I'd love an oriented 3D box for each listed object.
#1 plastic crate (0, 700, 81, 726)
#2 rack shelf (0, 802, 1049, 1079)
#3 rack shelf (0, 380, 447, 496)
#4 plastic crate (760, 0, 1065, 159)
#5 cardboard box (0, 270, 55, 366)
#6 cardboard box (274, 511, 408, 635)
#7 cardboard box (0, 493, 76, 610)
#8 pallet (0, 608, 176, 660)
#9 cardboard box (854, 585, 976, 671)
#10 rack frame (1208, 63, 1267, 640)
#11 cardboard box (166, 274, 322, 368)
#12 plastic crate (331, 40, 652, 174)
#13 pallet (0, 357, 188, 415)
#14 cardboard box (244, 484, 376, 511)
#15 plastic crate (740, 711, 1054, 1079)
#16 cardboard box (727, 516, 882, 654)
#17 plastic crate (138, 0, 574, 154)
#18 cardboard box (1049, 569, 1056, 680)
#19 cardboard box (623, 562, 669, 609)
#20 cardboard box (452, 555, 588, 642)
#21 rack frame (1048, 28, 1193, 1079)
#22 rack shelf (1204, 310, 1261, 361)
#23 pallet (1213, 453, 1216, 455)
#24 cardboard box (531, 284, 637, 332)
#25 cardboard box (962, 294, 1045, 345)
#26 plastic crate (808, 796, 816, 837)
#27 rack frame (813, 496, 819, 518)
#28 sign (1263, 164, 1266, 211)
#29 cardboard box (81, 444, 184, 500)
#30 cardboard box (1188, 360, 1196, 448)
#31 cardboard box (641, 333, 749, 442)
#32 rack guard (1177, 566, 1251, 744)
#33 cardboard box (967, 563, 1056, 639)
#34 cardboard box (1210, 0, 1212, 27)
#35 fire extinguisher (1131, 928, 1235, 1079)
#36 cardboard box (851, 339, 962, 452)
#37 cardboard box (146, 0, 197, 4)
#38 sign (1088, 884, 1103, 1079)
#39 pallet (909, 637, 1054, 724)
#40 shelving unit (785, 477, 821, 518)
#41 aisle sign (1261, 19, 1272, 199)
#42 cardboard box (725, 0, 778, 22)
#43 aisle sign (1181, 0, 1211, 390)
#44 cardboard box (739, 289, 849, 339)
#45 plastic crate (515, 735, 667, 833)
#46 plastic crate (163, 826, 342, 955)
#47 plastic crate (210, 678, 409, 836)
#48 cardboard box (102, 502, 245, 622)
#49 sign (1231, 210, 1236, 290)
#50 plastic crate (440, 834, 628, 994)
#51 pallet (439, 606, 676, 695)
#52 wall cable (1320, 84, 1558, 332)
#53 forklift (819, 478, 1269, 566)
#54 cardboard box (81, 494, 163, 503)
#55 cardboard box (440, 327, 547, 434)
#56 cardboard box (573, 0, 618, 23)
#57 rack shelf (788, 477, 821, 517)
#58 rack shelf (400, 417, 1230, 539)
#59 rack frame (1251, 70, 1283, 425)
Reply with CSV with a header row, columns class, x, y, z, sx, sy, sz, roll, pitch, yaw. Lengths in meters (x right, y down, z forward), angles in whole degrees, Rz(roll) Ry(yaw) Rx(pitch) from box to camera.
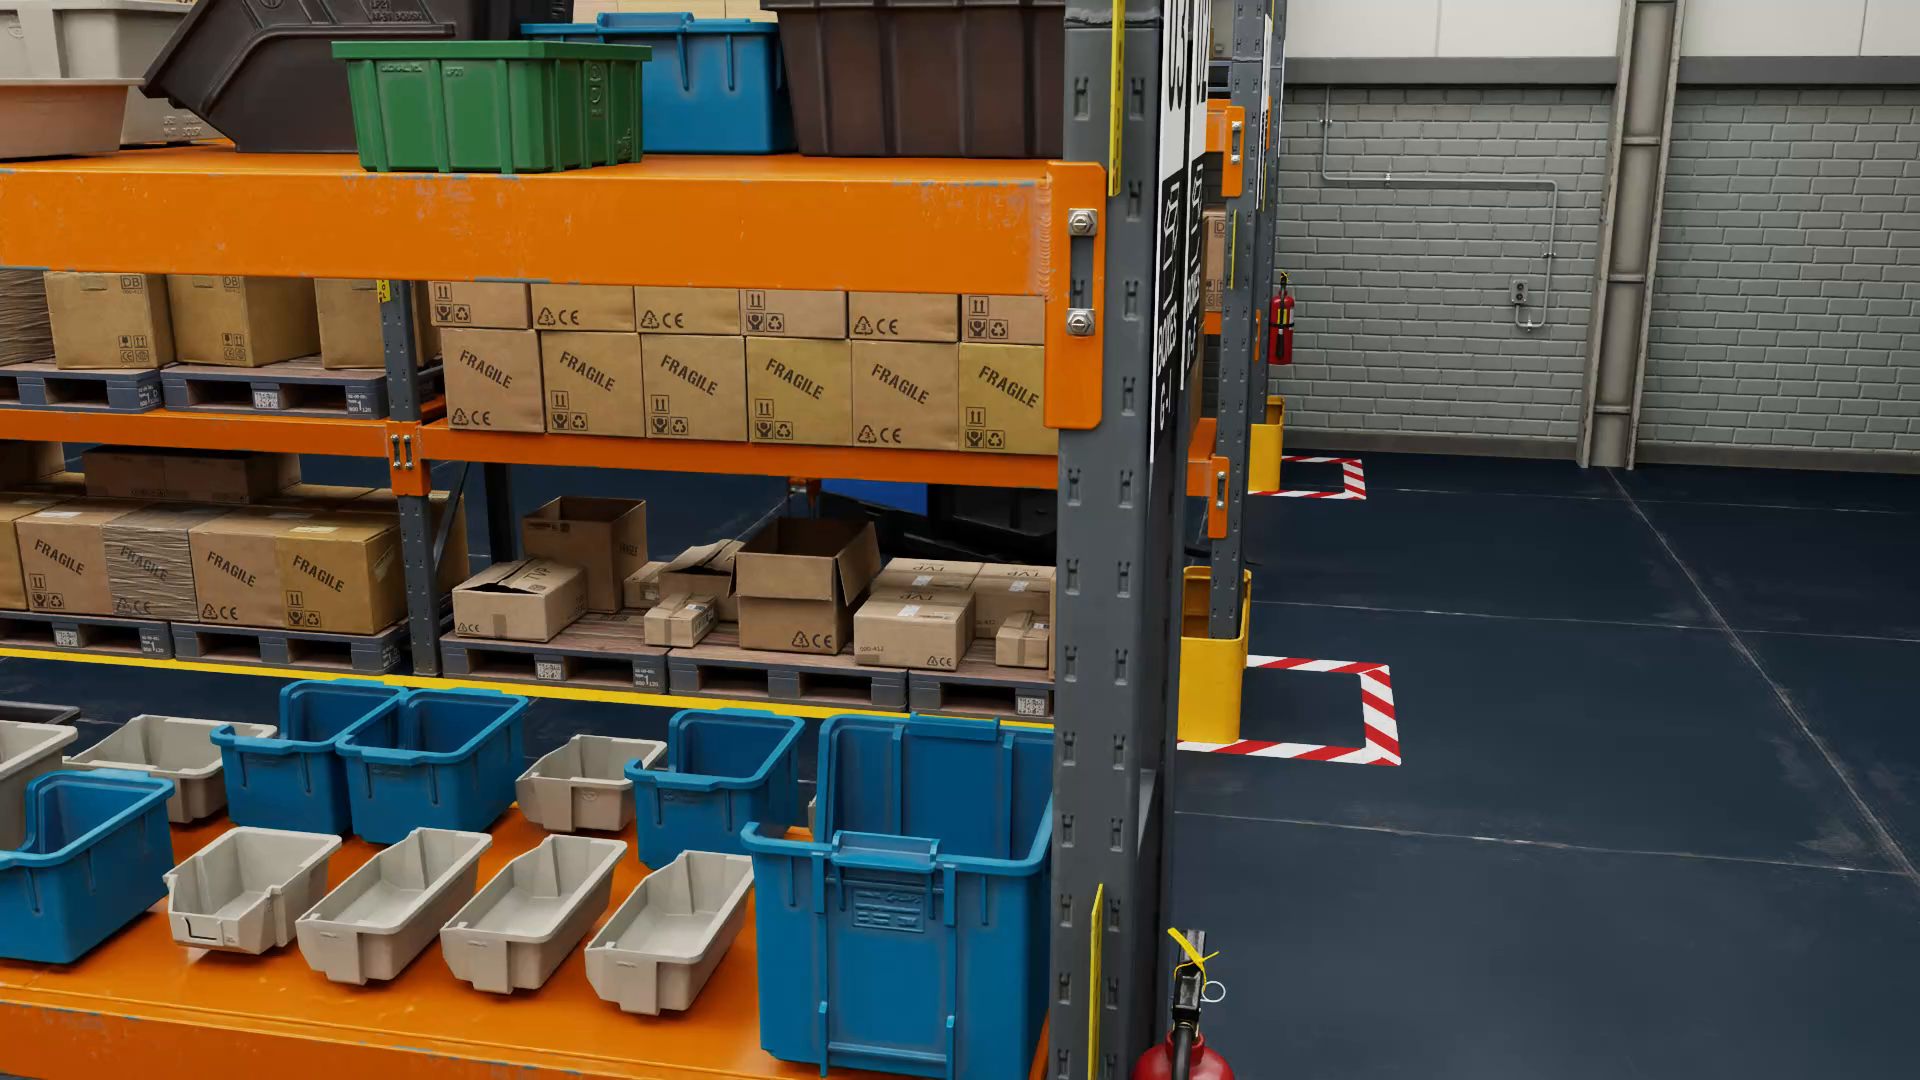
class,x,y,z,sx,sy,sz,roll,pitch,yaw
plastic crate,-2.468,0.511,3.932,0.590,0.125,0.437,3,16,11
rack shelf,-1.659,0.871,3.576,4.000,0.370,1.077,3,16,11
rack shelf,-4.588,-0.637,9.022,4.000,0.370,1.077,3,16,11
plastic crate,-0.021,-0.845,3.050,0.590,0.269,0.497,3,16,11
cardboard box,-5.050,-1.238,8.870,0.500,0.500,0.700,6,17,22
cardboard box,-3.169,0.164,8.640,0.500,0.500,0.500,3,16,11
cardboard box,-5.154,0.056,9.031,0.500,0.500,0.500,3,16,10
pallet,-4.632,0.369,9.266,1.213,0.211,1.003,3,16,11
cardboard box,-0.215,0.425,8.164,0.500,0.250,0.500,3,16,11
rack frame,1.292,-0.665,7.773,0.127,3.000,1.000,3,16,11
cardboard box,-3.734,-1.232,8.846,0.500,0.500,0.700,6,16,20
plastic crate,-0.722,-0.690,2.644,0.336,0.188,0.450,3,16,11
pallet,-4.641,-0.896,8.966,1.213,0.211,1.003,3,16,11
cardboard box,-3.578,0.000,9.231,0.500,0.500,0.500,3,16,12
plastic crate,-0.064,0.616,2.971,0.499,0.435,0.616,3,16,11
cardboard box,-0.786,0.212,8.460,0.637,0.503,0.797,3,16,11
plastic crate,-1.141,-0.938,3.257,0.767,0.338,0.504,3,16,11
cardboard box,0.710,0.363,7.920,0.500,0.500,0.500,3,16,11
cardboard box,-1.634,0.245,9.006,0.250,0.149,0.380,3,16,11
cardboard box,-2.260,0.285,8.557,0.500,0.311,0.500,3,16,11
rack frame,0.301,0.631,3.096,0.127,3.000,1.000,3,16,11
rack shelf,0.316,-1.721,12.932,4.000,0.370,1.077,3,16,11
pallet,1.476,-0.639,12.904,1.213,0.211,1.003,3,16,11
cardboard box,-1.716,-1.282,7.940,0.500,0.500,0.500,3,16,9
cardboard box,0.306,-1.173,7.548,0.500,0.500,0.500,4,16,13
plastic crate,-0.173,0.591,3.621,0.298,0.136,0.250,3,16,11
rack frame,-0.949,-0.624,11.258,0.200,1.050,0.008,8,17,37
sign,2.154,-2.492,11.756,0.005,0.325,0.100,3,16,11
cardboard box,-4.525,-0.416,9.327,0.500,0.250,0.500,3,16,10
cardboard box,0.799,-0.666,7.589,0.500,0.500,0.500,4,16,13
cardboard box,-1.190,-0.774,7.979,0.500,0.500,0.500,3,16,11
rack guard,1.217,0.536,8.122,0.348,0.500,1.175,3,16,11
cardboard box,0.326,0.318,8.550,0.500,0.250,0.500,3,16,11
cardboard box,1.608,-4.048,12.270,0.500,0.500,0.500,2,16,9
fire extinguisher,0.358,0.975,2.698,0.183,0.674,0.296,3,16,11
cardboard box,-0.198,-0.720,7.786,0.500,0.500,0.500,3,16,12
cardboard box,-3.766,-2.698,8.331,0.600,0.600,0.600,3,16,10
sign,0.207,0.697,2.552,0.005,0.325,0.100,3,16,11
pallet,0.436,0.633,8.312,1.213,0.211,1.003,3,16,11
shelving unit,-1.024,-0.599,11.165,0.215,1.050,0.252,8,17,37
aisle sign,1.417,-1.991,7.690,0.004,0.787,0.394,3,16,11
cardboard box,-0.733,-2.319,7.469,0.500,0.250,0.500,3,16,11
aisle sign,0.431,-0.696,3.016,0.004,0.787,0.394,3,16,11
cardboard box,-0.707,-1.227,7.742,0.500,0.500,0.500,4,16,13
plastic crate,-0.838,0.555,3.752,0.298,0.136,0.250,3,16,11
plastic crate,-1.387,0.694,3.248,0.250,0.136,0.298,3,16,11
plastic crate,-1.460,0.497,3.779,0.300,0.233,0.416,3,16,11
cardboard box,-4.143,0.108,8.840,0.500,0.500,0.500,3,16,12
sign,1.162,-1.231,7.056,0.005,0.325,0.100,3,16,11
plastic crate,-0.815,0.714,3.178,0.243,0.136,0.396,3,16,11
pallet,-1.955,0.503,8.781,1.213,0.211,1.003,3,16,11
wall cable,3.719,-2.630,12.964,1.851,1.984,0.084,3,16,11
forklift,0.474,-1.281,10.126,3.031,2.935,1.130,14,21,42
cardboard box,-4.562,-0.056,9.432,0.500,0.500,0.500,3,16,9
cardboard box,-2.183,-0.827,8.173,0.500,0.500,0.500,4,16,13
cardboard box,-1.711,-2.375,7.672,0.500,0.250,0.500,3,16,11
rack shelf,-1.012,-0.319,11.233,0.215,0.259,0.240,8,17,37
rack shelf,-0.668,-0.425,8.253,4.000,0.370,1.077,3,16,11
rack frame,2.275,-1.961,12.452,0.127,3.000,1.000,3,16,11
